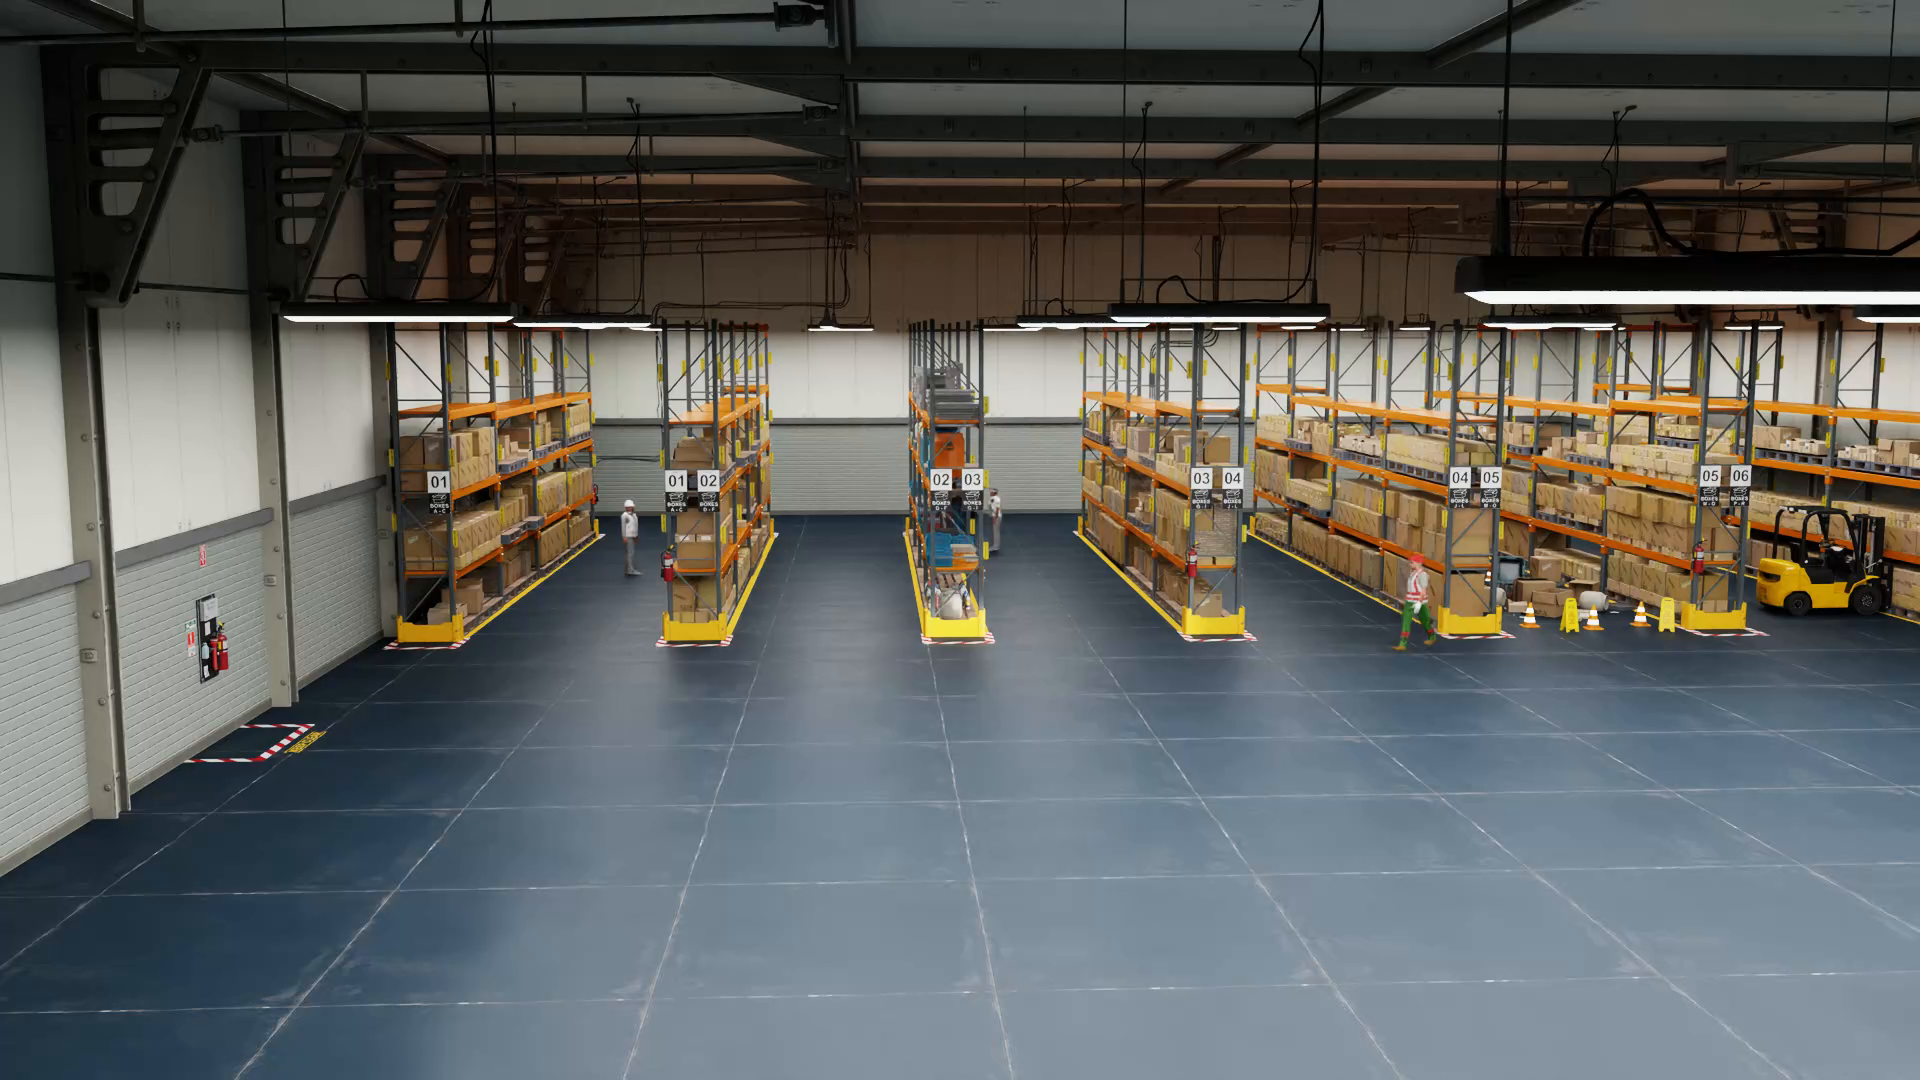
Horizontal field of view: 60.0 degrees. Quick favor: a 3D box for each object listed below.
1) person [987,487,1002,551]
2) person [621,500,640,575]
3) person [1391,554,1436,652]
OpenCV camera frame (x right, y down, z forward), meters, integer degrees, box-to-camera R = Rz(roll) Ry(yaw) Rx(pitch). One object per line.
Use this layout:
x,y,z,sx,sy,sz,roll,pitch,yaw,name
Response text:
0.879,-0.570,44.186,0.419,1.685,0.461,-3,8,-21,person
-7.866,-0.076,39.876,0.452,1.781,0.557,0,7,3,person
8.294,1.136,30.169,0.472,1.754,1.064,6,9,41,person
